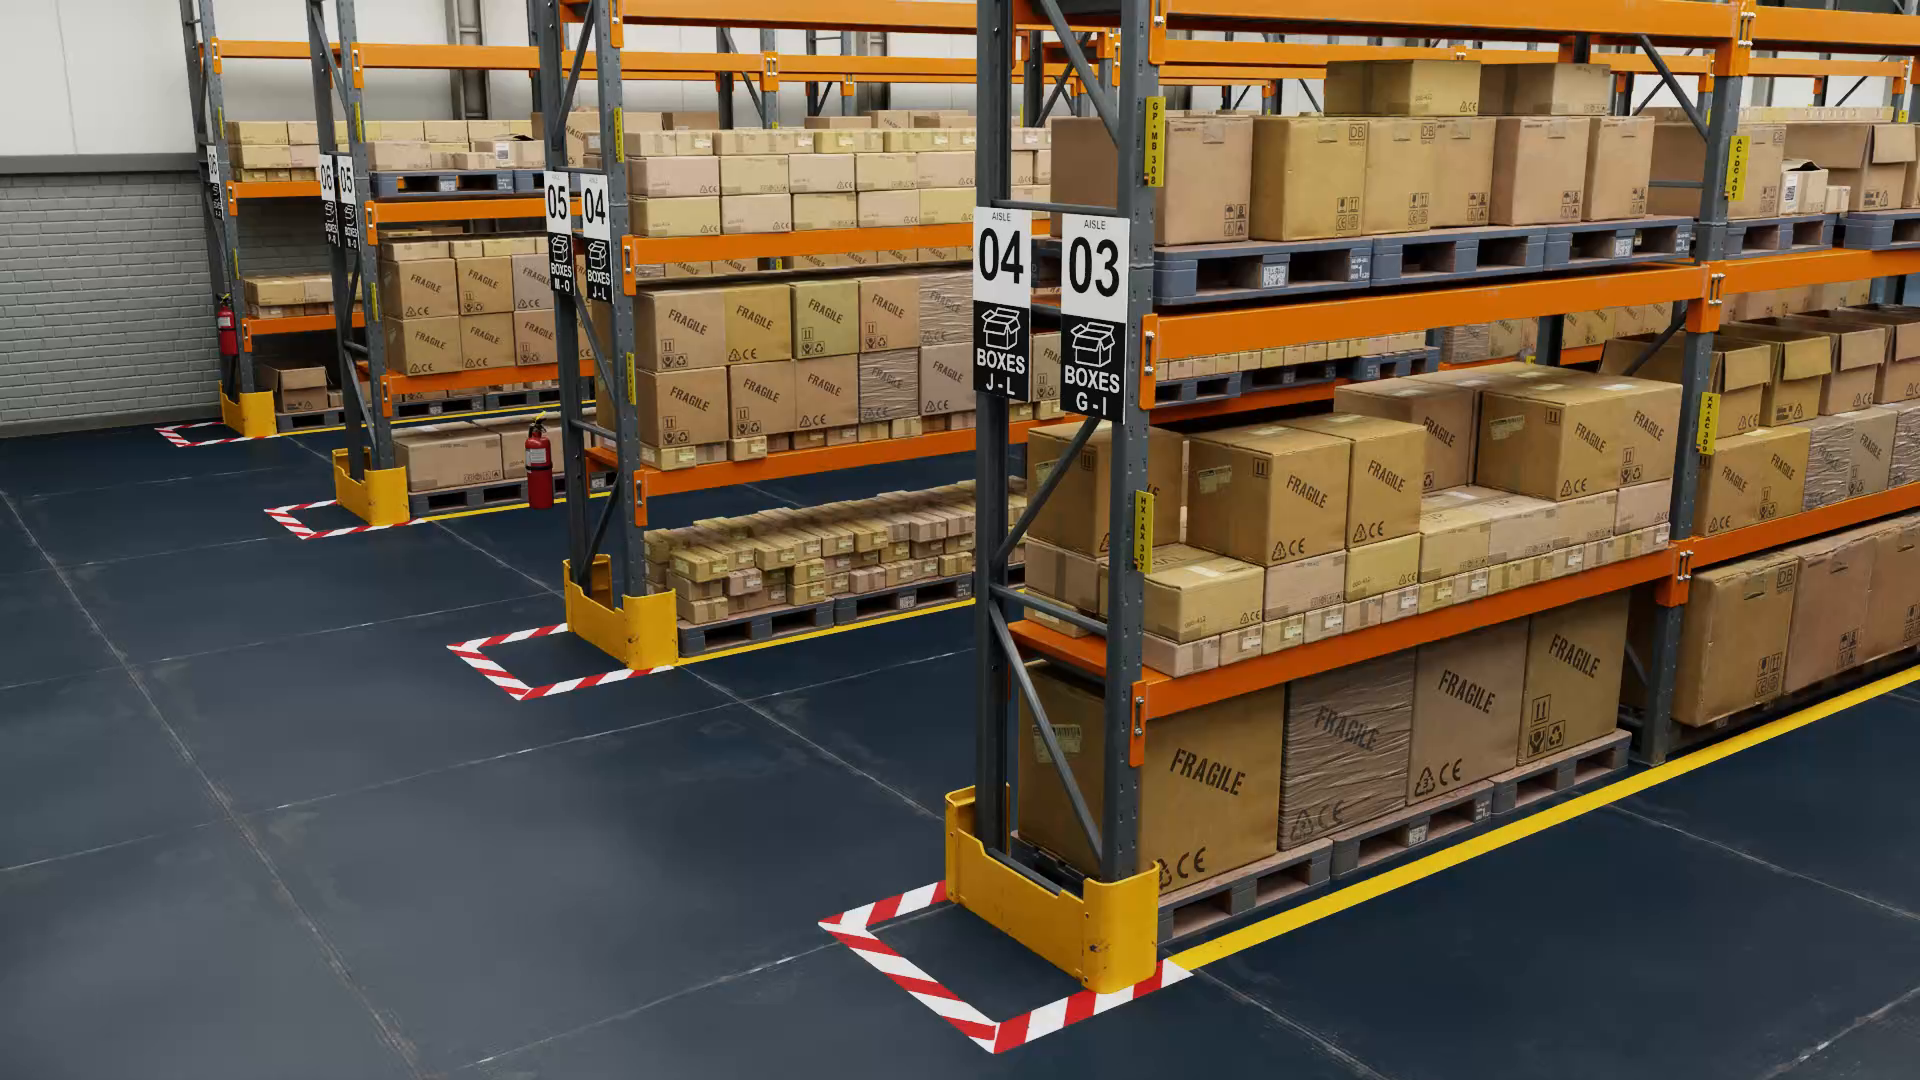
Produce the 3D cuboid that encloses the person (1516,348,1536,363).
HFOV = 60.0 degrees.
[{"bbox_3d":[4.823,-0.843,14.240,0.922,1.611,0.432,-9,17,-32],"label":"person"}]
